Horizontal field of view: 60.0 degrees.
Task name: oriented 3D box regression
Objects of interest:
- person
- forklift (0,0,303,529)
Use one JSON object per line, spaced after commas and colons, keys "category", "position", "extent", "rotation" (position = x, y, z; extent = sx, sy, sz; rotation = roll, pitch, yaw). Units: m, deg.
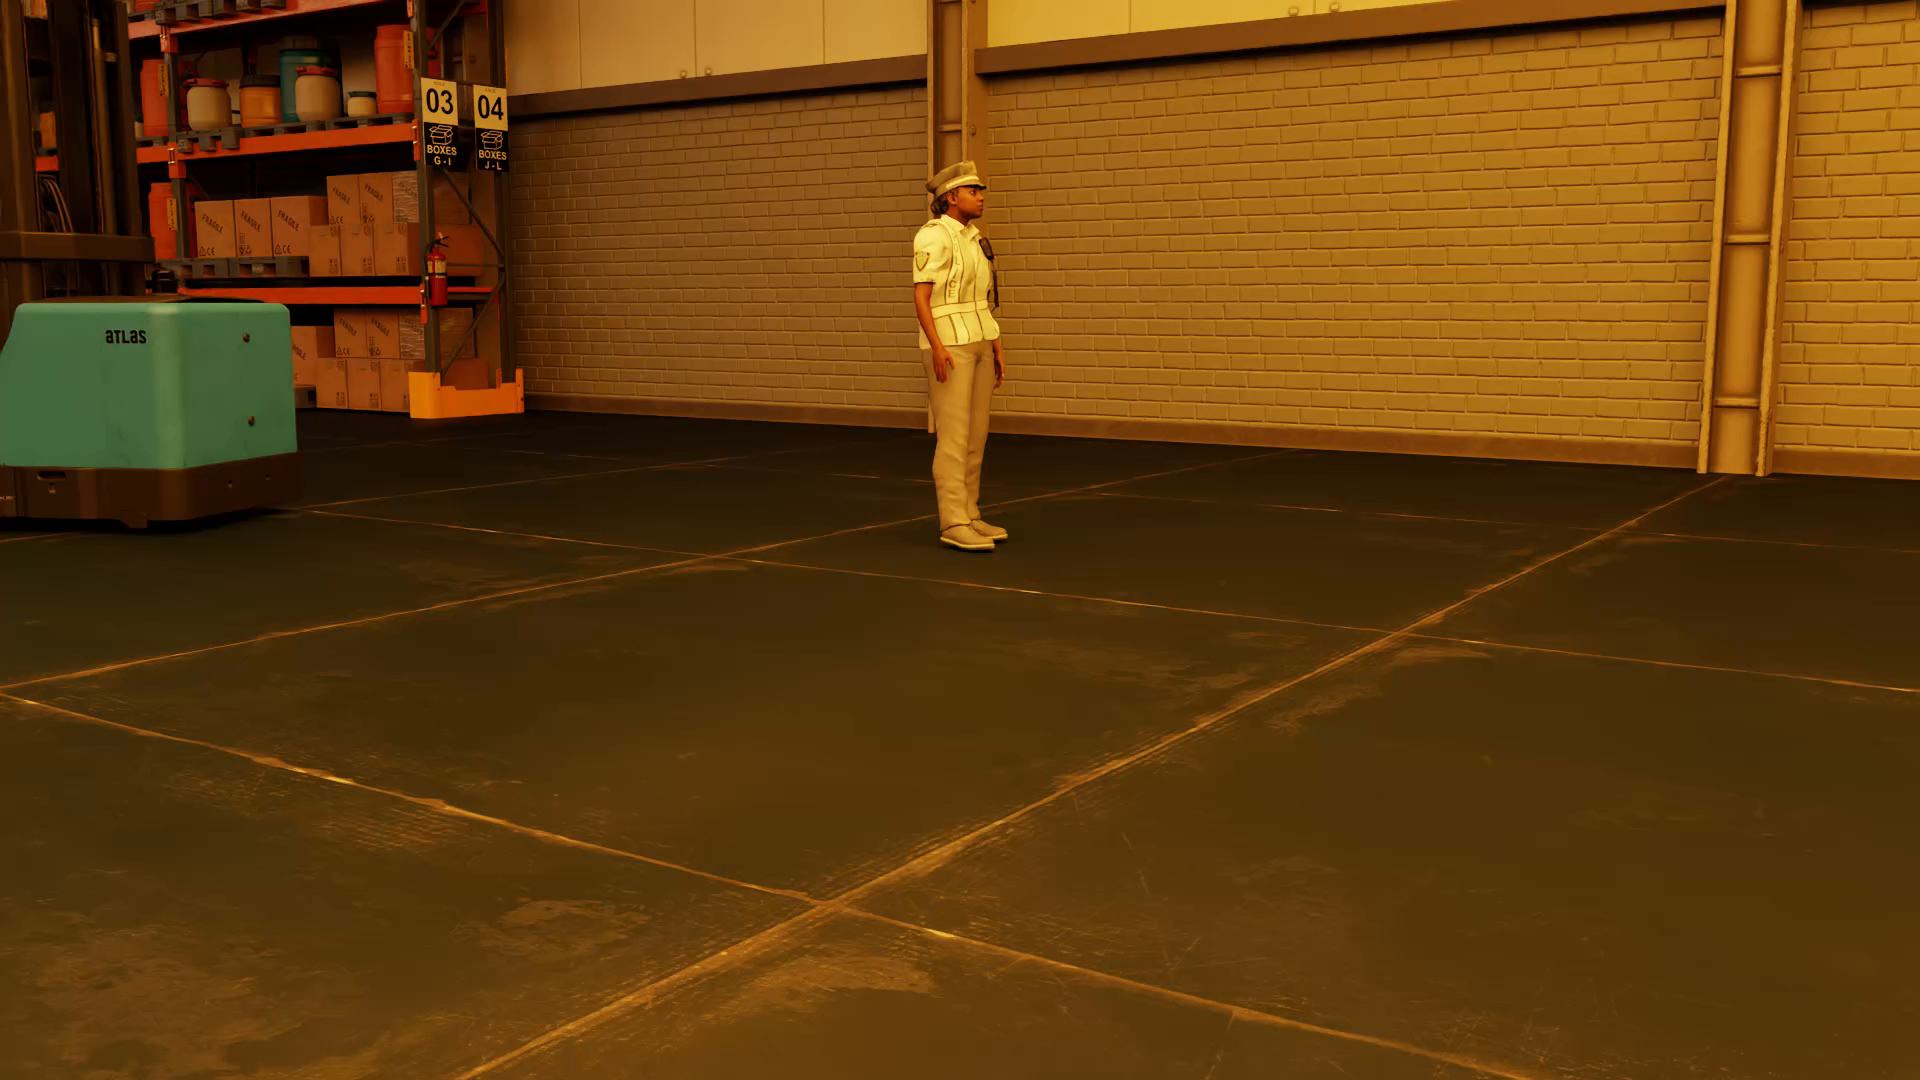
{"category": "person", "position": [0.051, -0.836, 7.426], "extent": [0.530, 1.692, 0.569], "rotation": [5, 10, 34]}
{"category": "forklift", "position": [-4.984, -1.580, 8.304], "extent": [3.031, 2.935, 1.130], "rotation": [2, 8, 11]}
